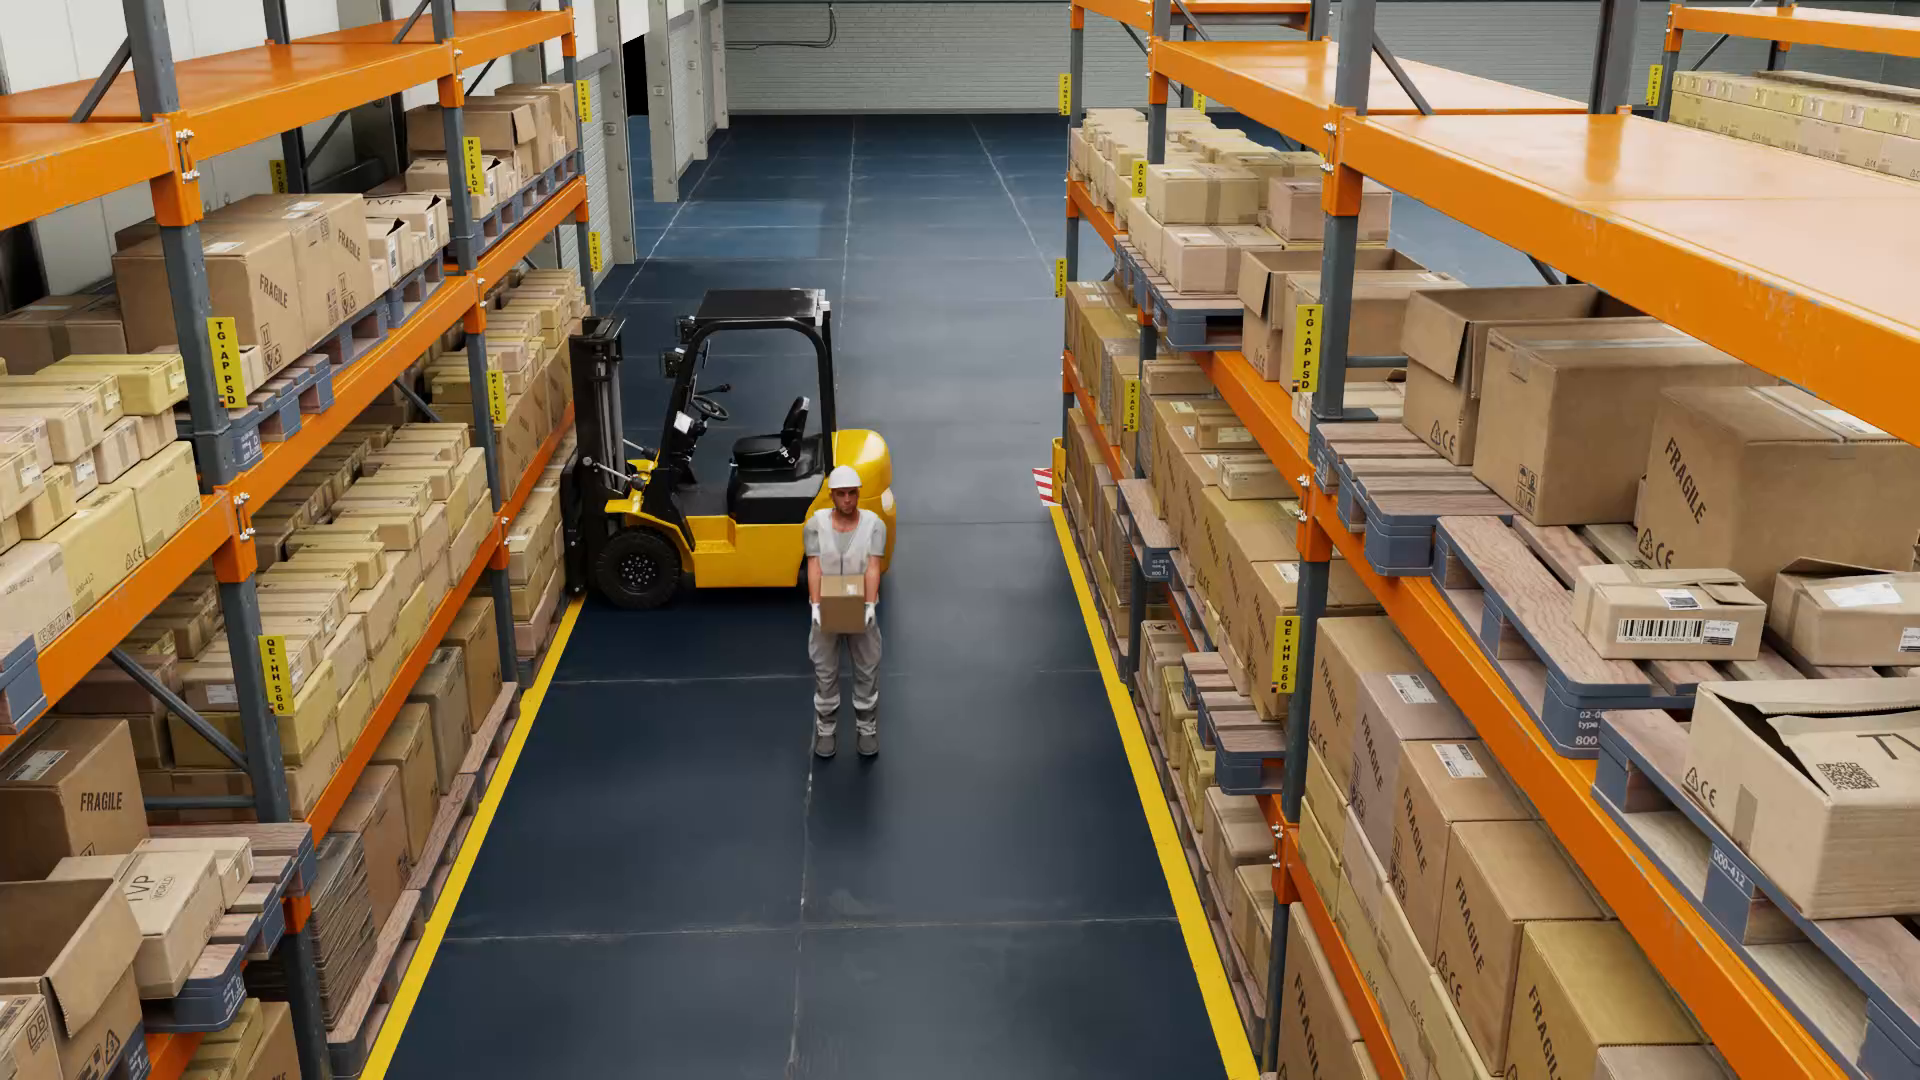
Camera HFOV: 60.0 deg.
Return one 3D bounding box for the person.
[{"bbox_3d":[-0.669,0.457,9.799,0.495,1.786,0.558,-1,20,-3],"label":"person"}]
